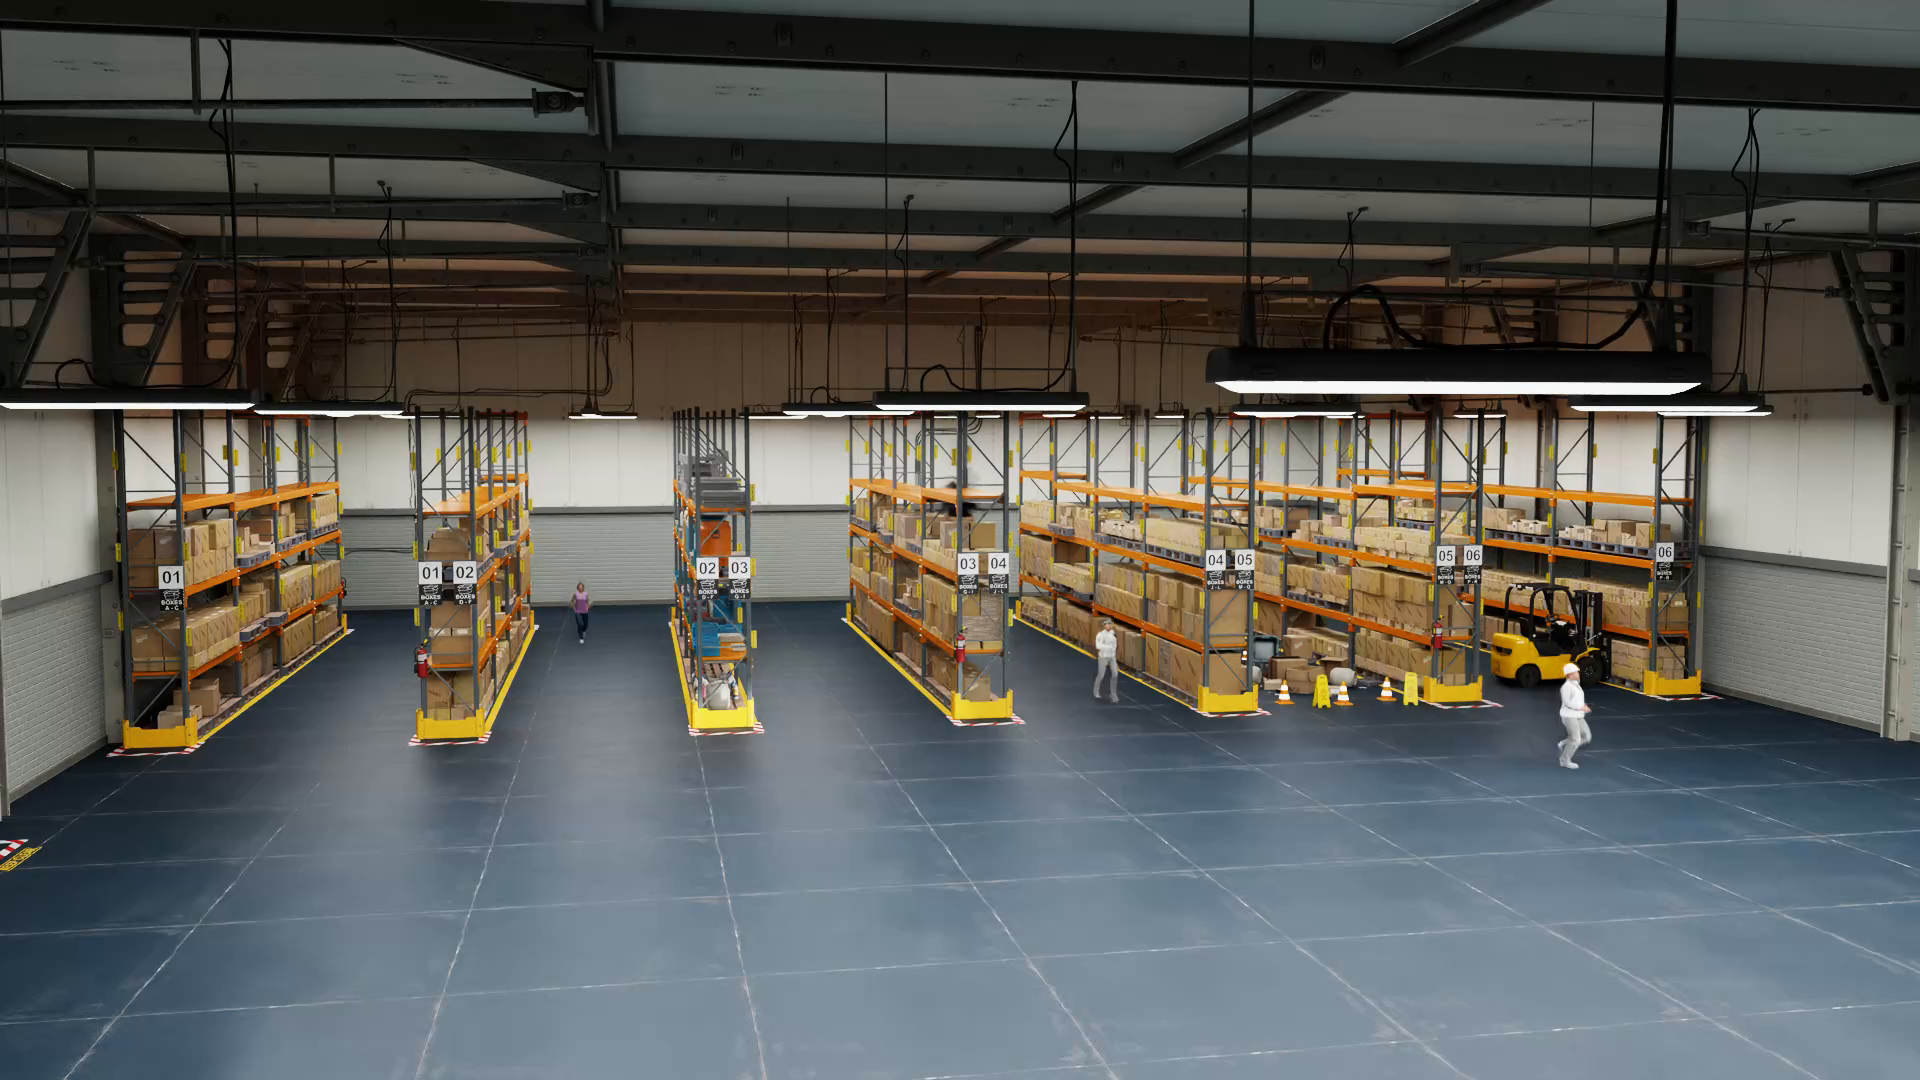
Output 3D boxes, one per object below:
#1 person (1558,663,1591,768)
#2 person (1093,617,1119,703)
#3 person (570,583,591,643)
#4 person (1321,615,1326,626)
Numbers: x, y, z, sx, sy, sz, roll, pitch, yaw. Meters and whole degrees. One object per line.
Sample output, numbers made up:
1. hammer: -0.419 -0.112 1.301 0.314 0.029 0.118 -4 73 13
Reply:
1. person: 10.163 2.906 27.488 0.571 1.731 0.655 3 5 36
2. person: 2.995 2.450 34.073 0.596 1.764 0.789 -2 5 -26
3. person: -9.833 1.884 43.104 0.537 1.549 0.594 -1 4 -19
4. person: 9.867 1.565 45.886 0.667 1.768 0.963 -2 4 -23
